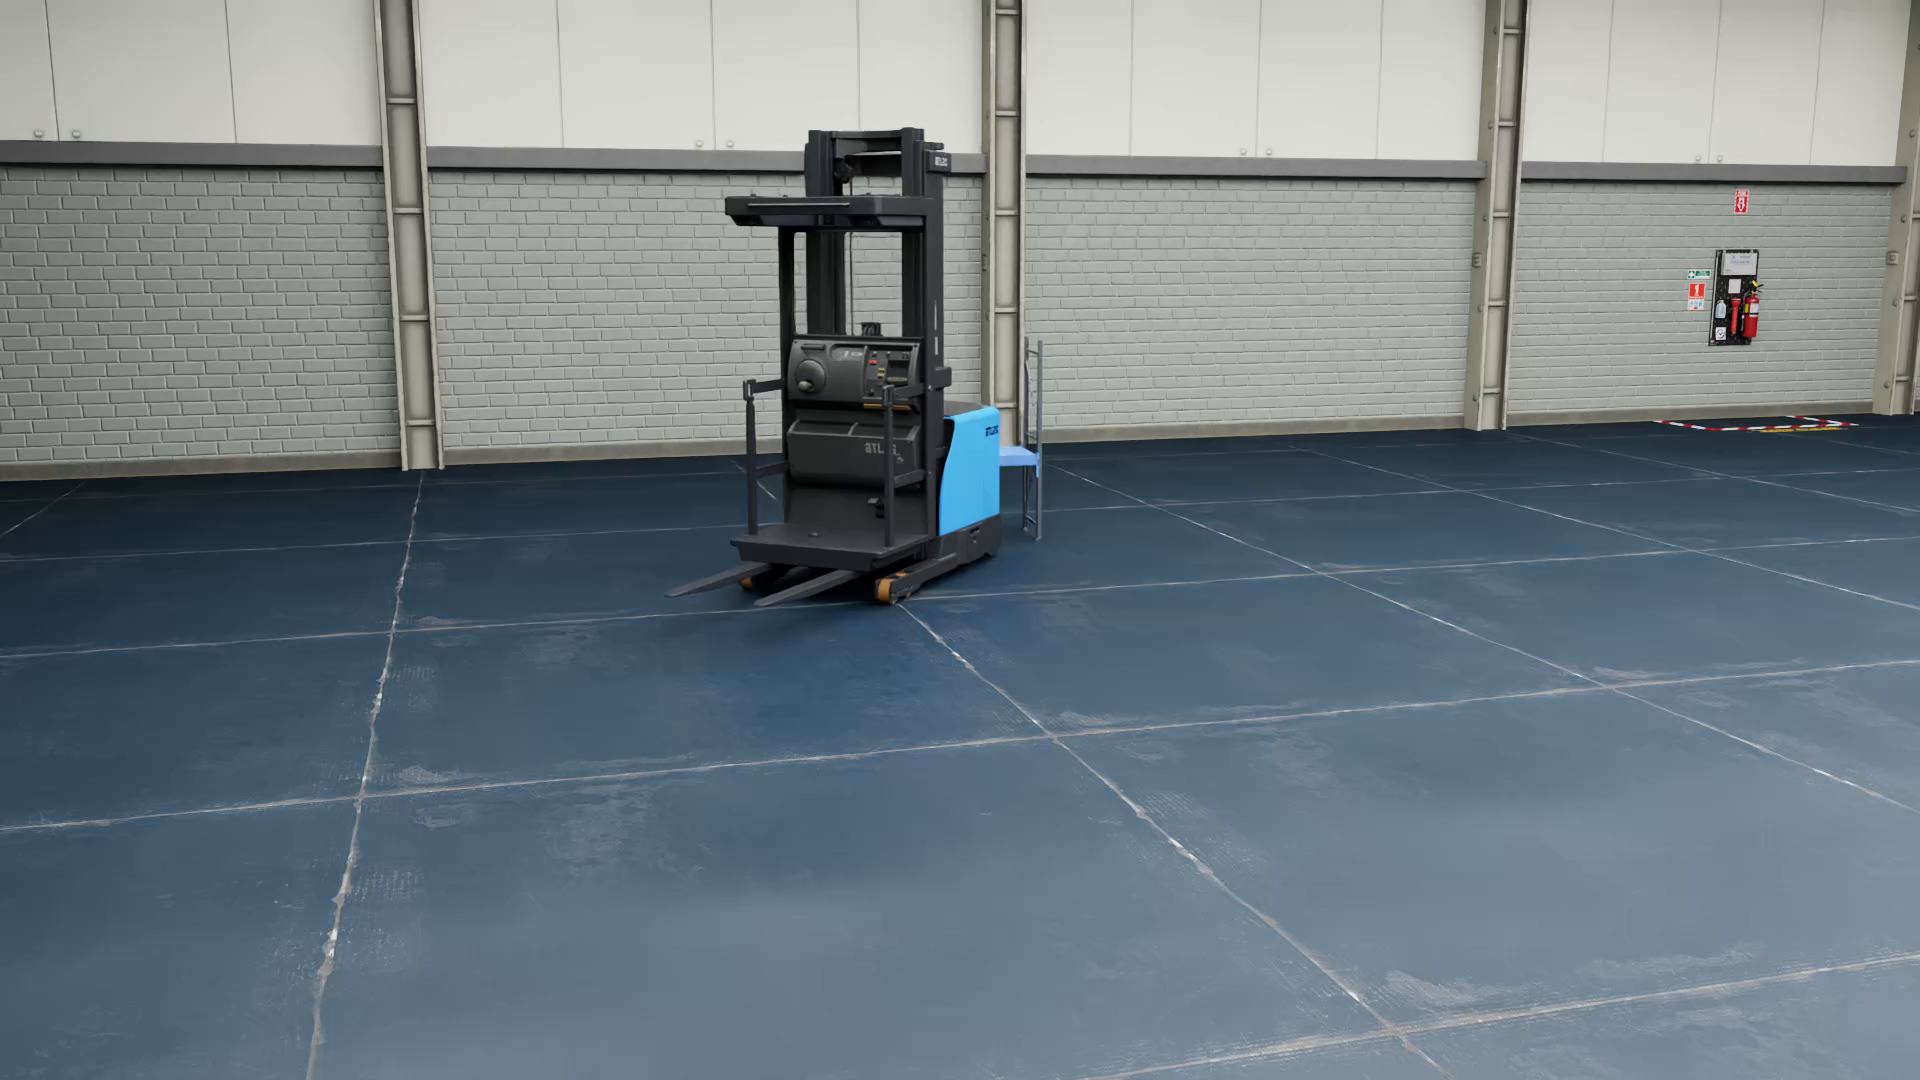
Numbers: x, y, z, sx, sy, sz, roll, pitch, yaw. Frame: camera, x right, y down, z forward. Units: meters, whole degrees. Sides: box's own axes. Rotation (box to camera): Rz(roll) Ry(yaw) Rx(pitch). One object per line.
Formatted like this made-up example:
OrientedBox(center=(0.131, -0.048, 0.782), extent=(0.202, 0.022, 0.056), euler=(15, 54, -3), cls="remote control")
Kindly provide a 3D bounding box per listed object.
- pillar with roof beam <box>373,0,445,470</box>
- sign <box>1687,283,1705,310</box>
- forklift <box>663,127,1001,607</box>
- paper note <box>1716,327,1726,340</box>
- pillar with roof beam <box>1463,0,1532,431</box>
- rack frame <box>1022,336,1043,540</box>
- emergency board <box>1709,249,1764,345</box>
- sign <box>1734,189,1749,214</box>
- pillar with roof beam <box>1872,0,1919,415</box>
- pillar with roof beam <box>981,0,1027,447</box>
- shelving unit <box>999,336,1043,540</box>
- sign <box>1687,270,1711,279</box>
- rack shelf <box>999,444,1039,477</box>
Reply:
OrientedBox(center=(-4.098, -4.392, 11.551), extent=(0.400, 9.000, 9.100), euler=(-3, 11, -16), cls="pillar with roof beam")
OrientedBox(center=(9.038, -2.990, 20.406), extent=(0.234, 0.329, 0.001), euler=(-3, 11, -16), cls="sign")
OrientedBox(center=(-0.779, -1.128, 10.580), extent=(1.130, 2.935, 3.031), euler=(5, 11, 24), cls="forklift")
OrientedBox(center=(9.409, -2.553, 20.560), extent=(0.142, 0.148, 0.016), euler=(-3, 11, -16), cls="paper note")
OrientedBox(center=(7.424, -5.000, 14.849), extent=(0.400, 9.000, 9.100), euler=(-3, 11, -16), cls="pillar with roof beam")
OrientedBox(center=(0.552, -0.783, 12.660), extent=(0.032, 1.500, 0.500), euler=(-2, 11, -10), cls="rack frame")
OrientedBox(center=(9.598, -2.983, 20.464), extent=(0.643, 1.169, 0.194), euler=(-3, 11, -16), cls="emergency board")
OrientedBox(center=(9.562, -4.140, 20.346), extent=(0.199, 0.298, 0.001), euler=(-3, 11, -16), cls="sign")
OrientedBox(center=(13.185, -5.303, 16.499), extent=(0.400, 9.000, 9.100), euler=(-3, 11, -16), cls="pillar with roof beam")
OrientedBox(center=(1.663, -4.696, 13.200), extent=(0.400, 9.000, 9.100), euler=(-3, 11, -16), cls="pillar with roof beam")
OrientedBox(center=(0.052, -0.766, 12.567), extent=(1.048, 1.500, 0.538), euler=(-2, 11, -10), cls="shelving unit")
OrientedBox(center=(9.045, -3.250, 20.351), extent=(0.331, 0.109, 0.001), euler=(-3, 11, -16), cls="sign")
OrientedBox(center=(0.052, -0.590, 12.600), extent=(1.000, 0.185, 0.538), euler=(-2, 11, -10), cls="rack shelf")
